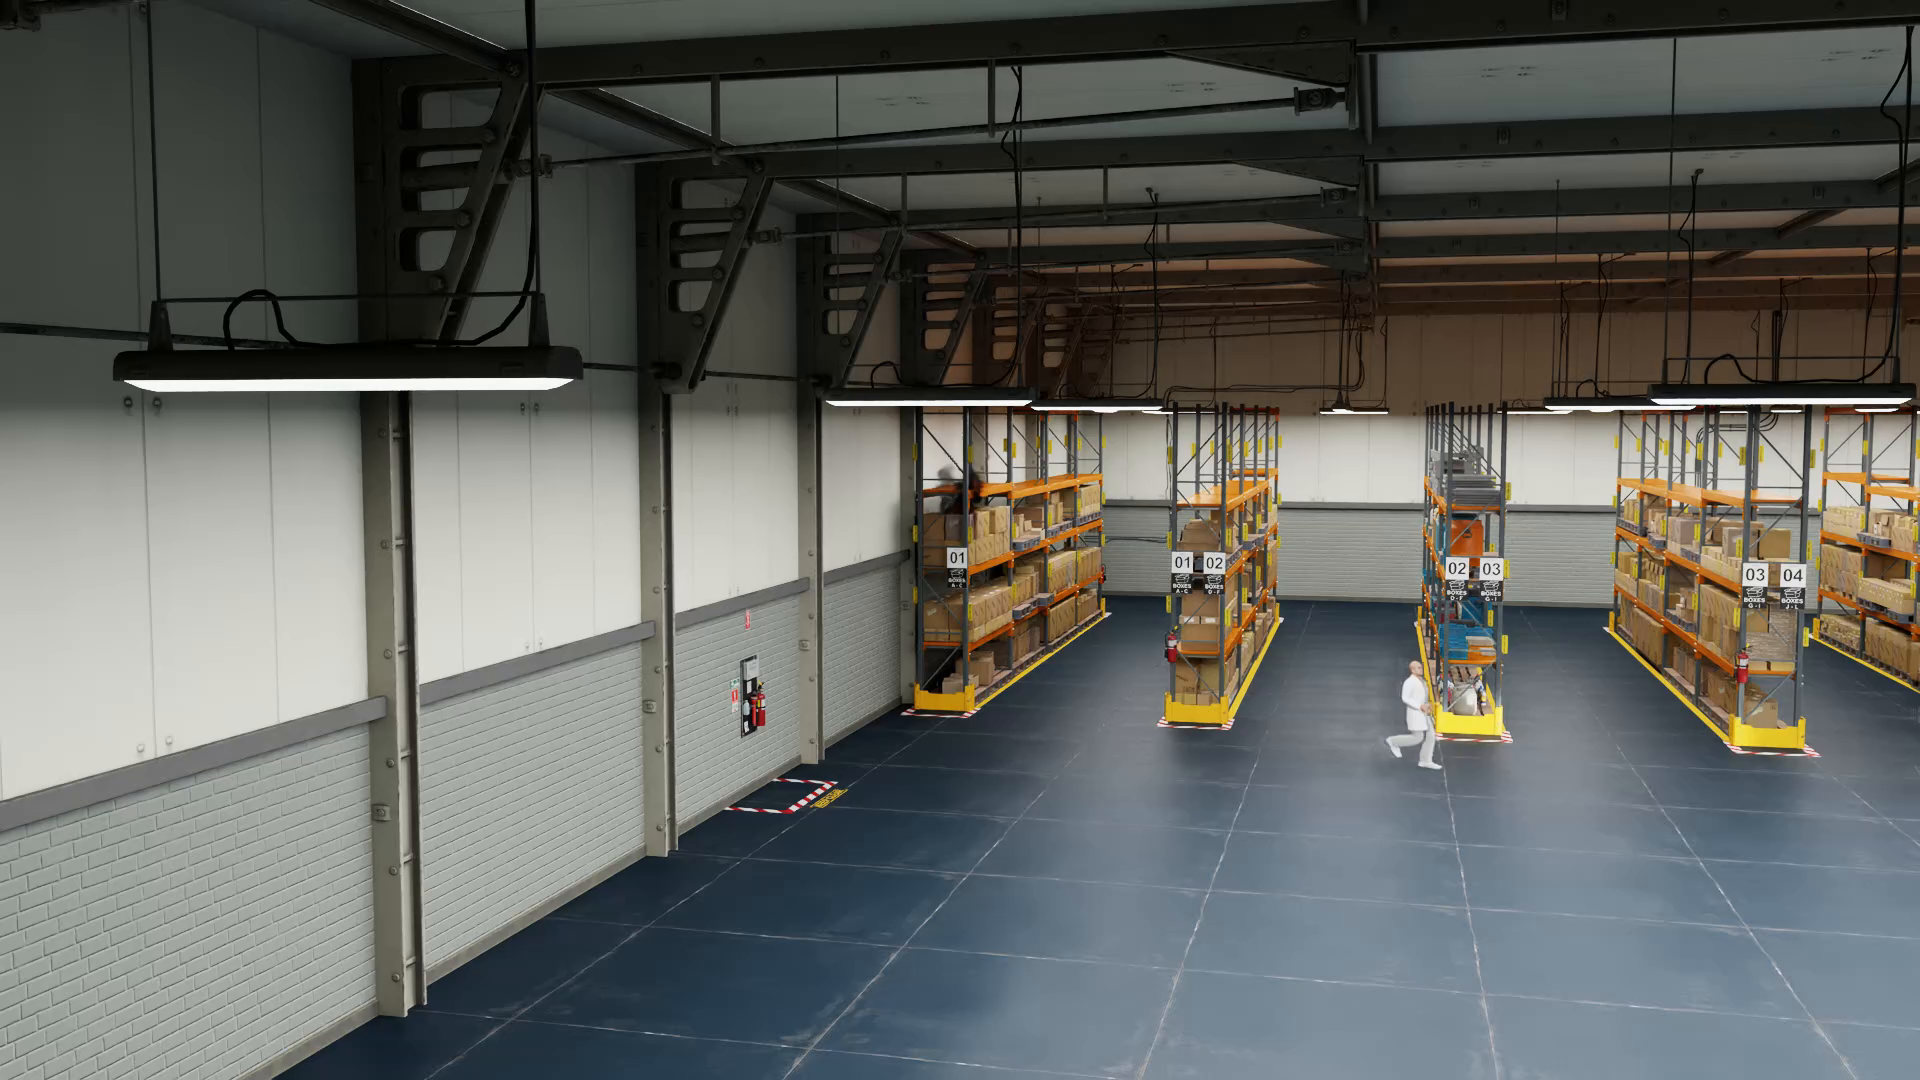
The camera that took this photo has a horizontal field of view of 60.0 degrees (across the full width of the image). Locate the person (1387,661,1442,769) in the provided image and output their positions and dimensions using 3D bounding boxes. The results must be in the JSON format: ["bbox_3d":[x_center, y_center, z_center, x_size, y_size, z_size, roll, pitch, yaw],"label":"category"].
[{"bbox_3d":[7.468,2.851,27.231,0.904,1.744,0.725,3,5,38],"label":"person"}]
